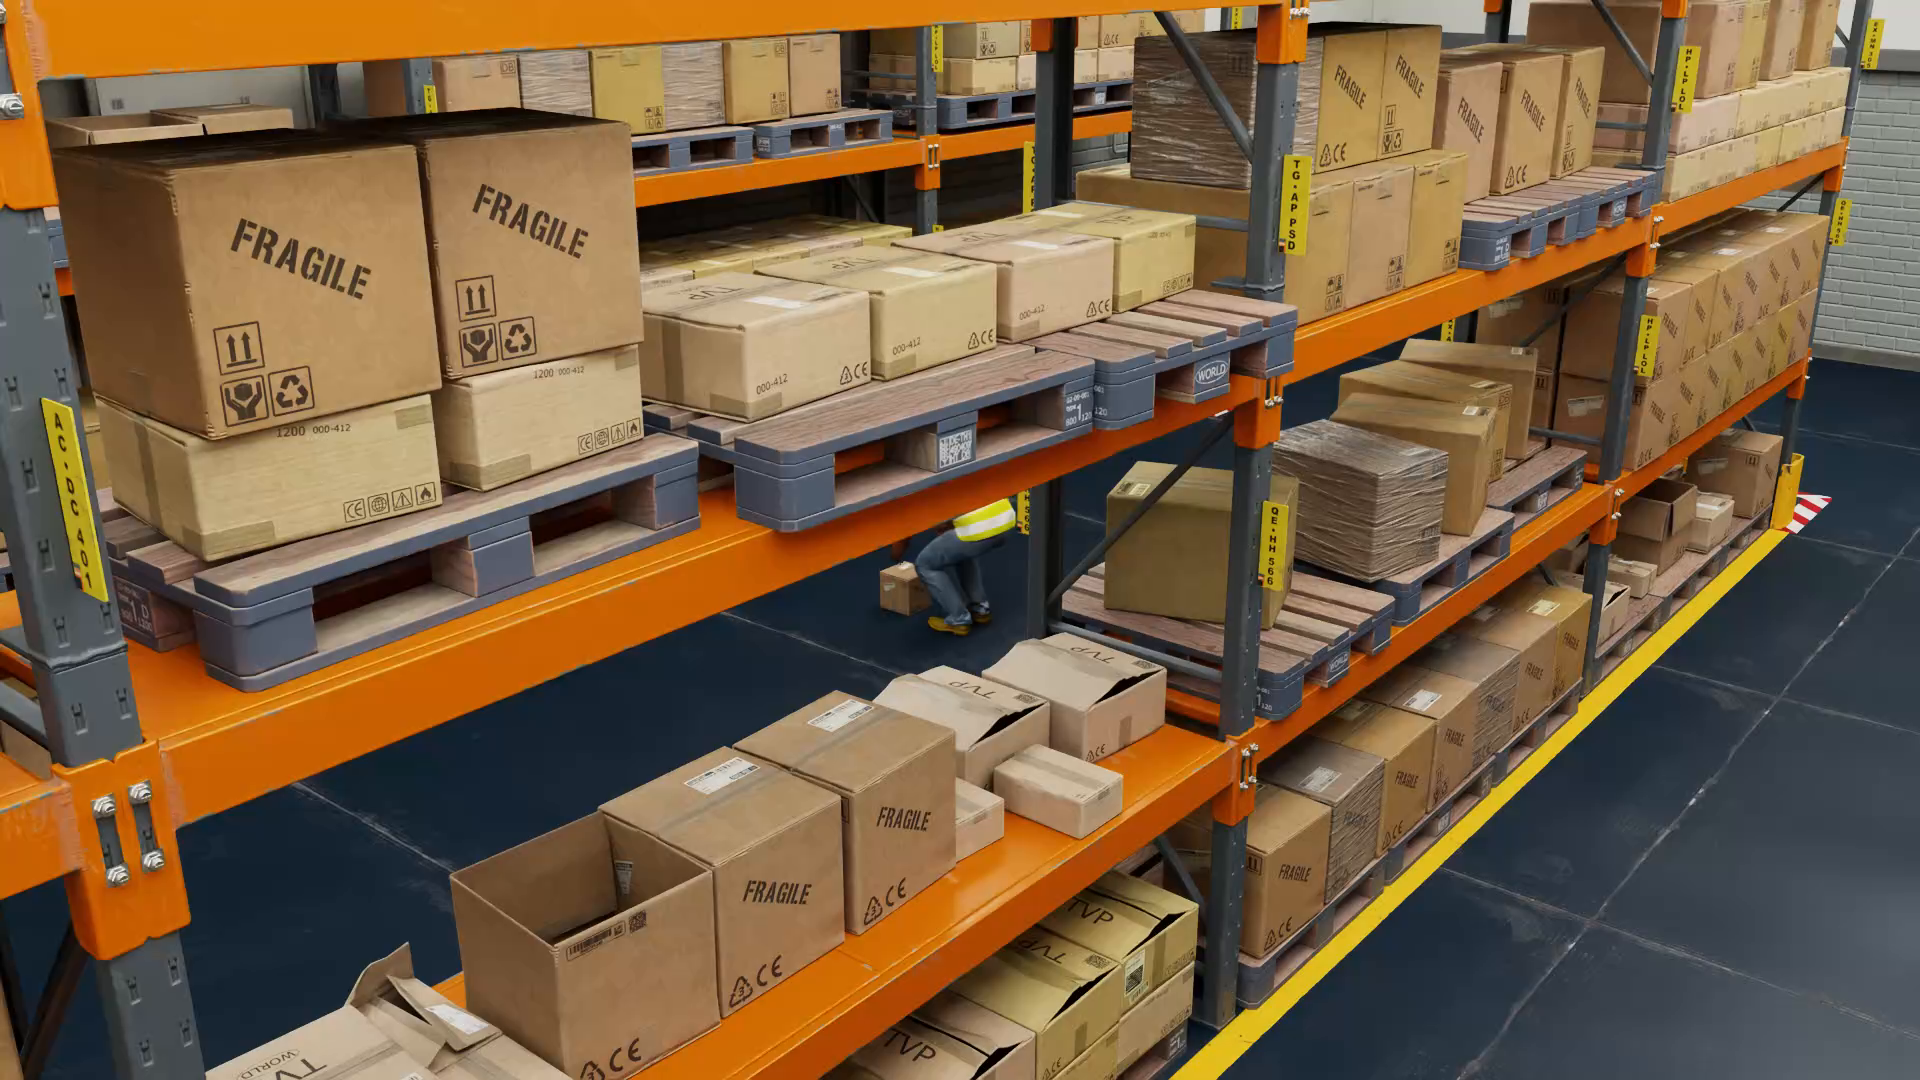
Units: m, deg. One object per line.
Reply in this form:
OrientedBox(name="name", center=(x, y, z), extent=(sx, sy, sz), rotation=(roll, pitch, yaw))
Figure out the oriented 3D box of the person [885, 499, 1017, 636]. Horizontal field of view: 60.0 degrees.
OrientedBox(name="person", center=(-0.064, -0.079, 10.424), extent=(0.805, 1.310, 0.629), rotation=(16, 25, 37))
